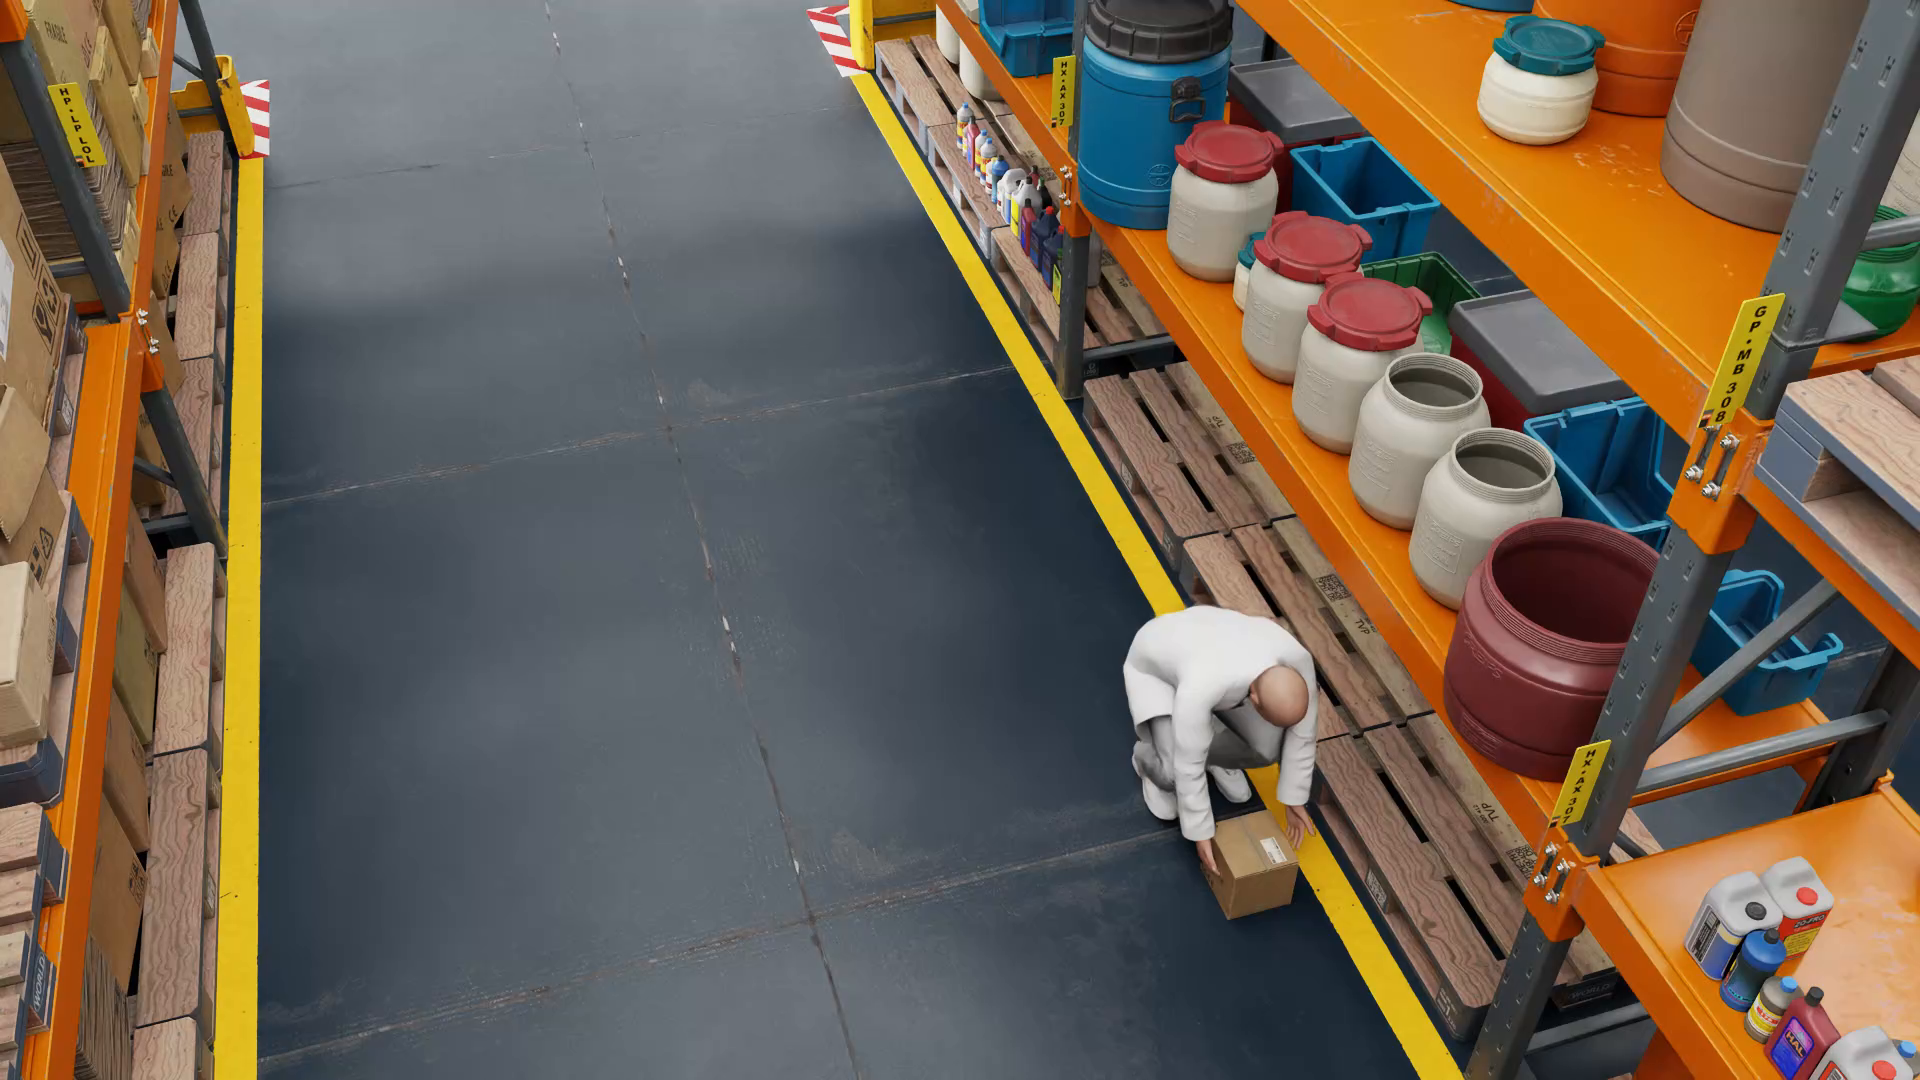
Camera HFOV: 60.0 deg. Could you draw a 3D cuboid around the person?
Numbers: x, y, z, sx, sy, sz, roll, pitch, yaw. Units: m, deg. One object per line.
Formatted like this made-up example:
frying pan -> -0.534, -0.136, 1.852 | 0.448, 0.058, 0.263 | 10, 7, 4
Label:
person -> 0.942, 0.635, 6.043 | 0.610, 1.002, 0.903 | -12, 43, -13
